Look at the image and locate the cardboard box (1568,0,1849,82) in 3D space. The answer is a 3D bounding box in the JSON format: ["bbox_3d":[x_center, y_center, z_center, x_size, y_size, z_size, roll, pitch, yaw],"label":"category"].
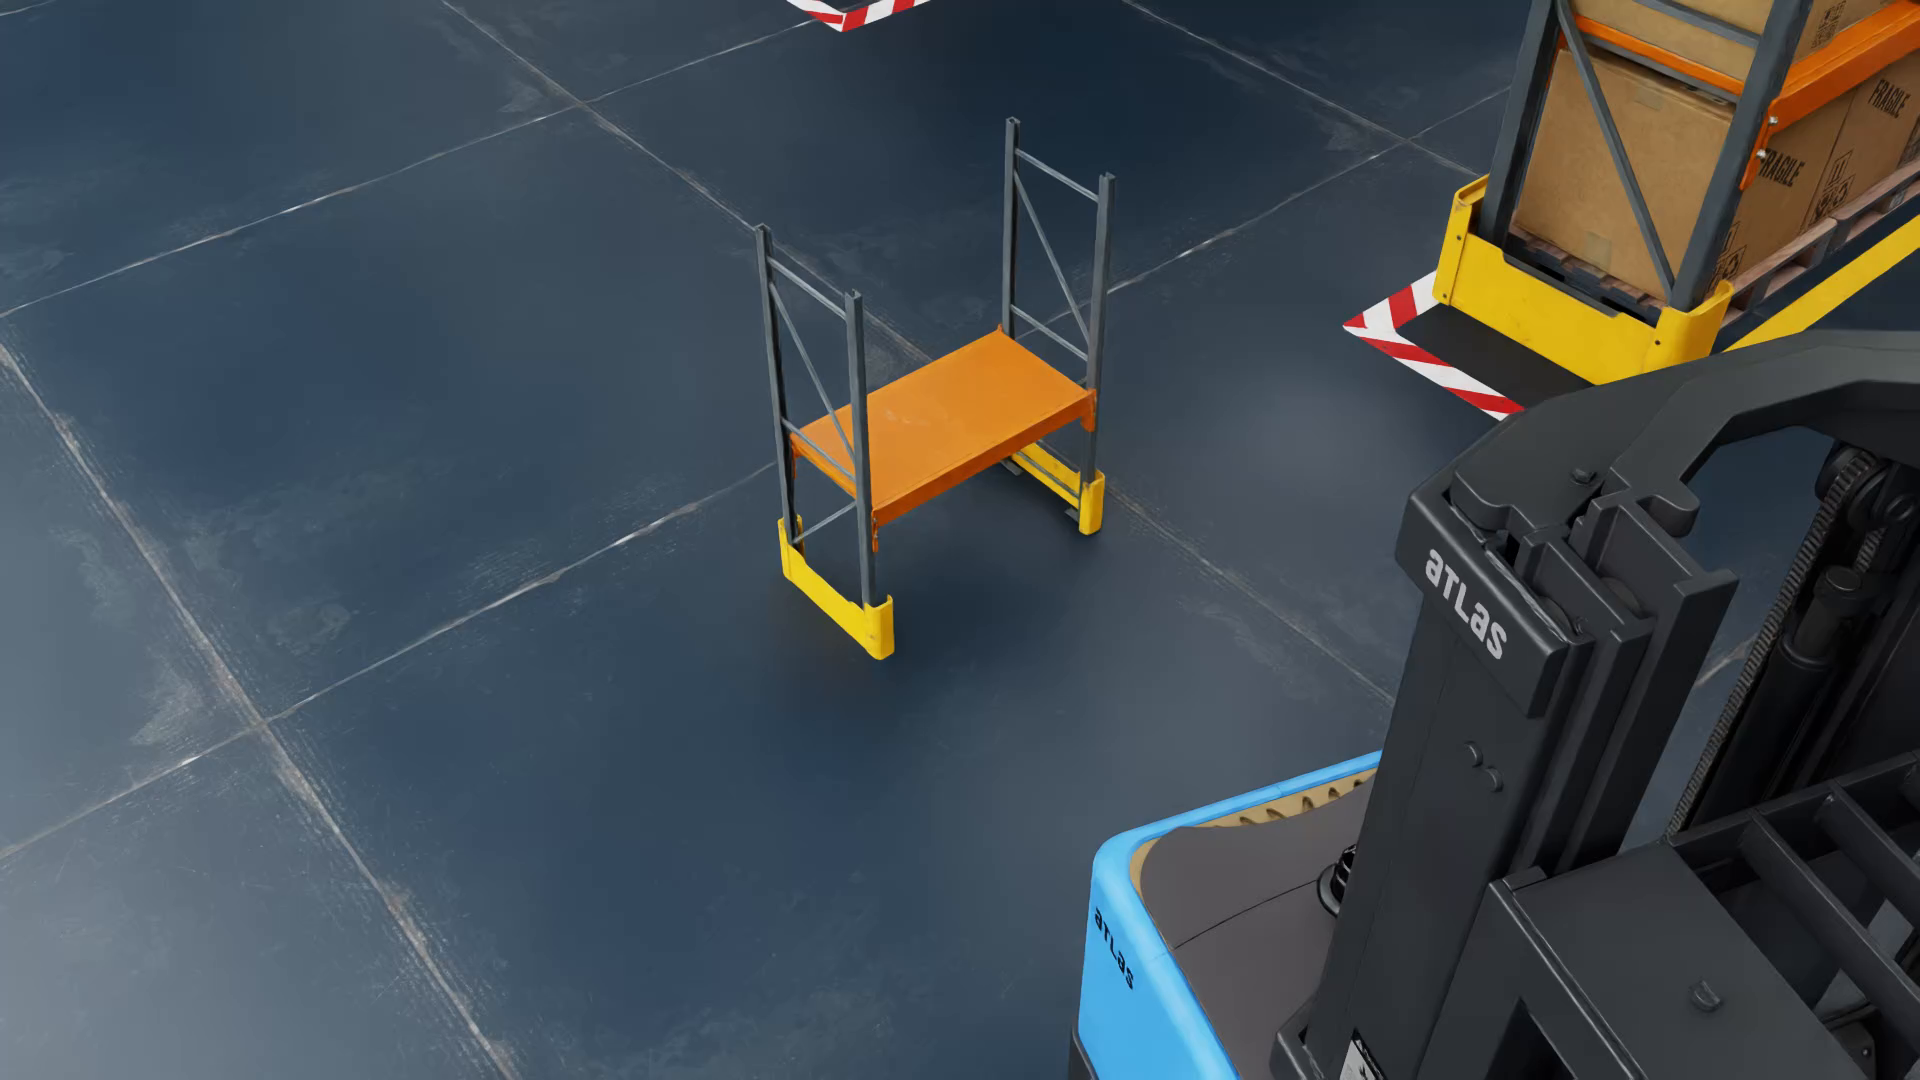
[{"bbox_3d":[2.860,-2.215,6.307,0.550,0.550,0.875,-30,51,-28],"label":"cardboard box"}]

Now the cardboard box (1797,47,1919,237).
[{"bbox_3d":[3.756,-2.072,7.510,0.875,0.875,0.875,-31,51,-28],"label":"cardboard box"}]

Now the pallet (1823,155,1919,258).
[{"bbox_3d":[4.103,-1.882,8.100,1.213,0.211,1.003,-30,51,-28],"label":"pallet"}]

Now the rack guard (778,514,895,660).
[{"bbox_3d":[-0.440,0.161,5.896,0.087,0.250,0.587,-30,51,-28],"label":"rack guard"}]

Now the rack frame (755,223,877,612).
[{"bbox_3d":[-0.455,-0.286,5.459,0.032,1.500,0.500,-30,51,-28],"label":"rack frame"}]

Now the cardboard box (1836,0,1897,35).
[{"bbox_3d":[3.268,-2.468,6.577,0.550,0.550,0.875,-30,51,-28],"label":"cardboard box"}]

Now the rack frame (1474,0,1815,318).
[{"bbox_3d":[2.604,-1.973,6.160,0.127,3.000,1.000,-30,51,-28],"label":"rack frame"}]

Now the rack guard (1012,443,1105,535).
[{"bbox_3d":[0.324,-0.276,6.362,0.087,0.250,0.587,-30,51,-28],"label":"rack guard"}]

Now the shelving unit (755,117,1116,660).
[{"bbox_3d":[-0.058,-0.513,5.701,1.083,1.500,0.587,-30,51,-28],"label":"shelving unit"}]

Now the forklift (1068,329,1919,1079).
[{"bbox_3d":[1.297,1.253,2.775,1.130,2.935,3.031,-15,45,-15],"label":"forklift"}]

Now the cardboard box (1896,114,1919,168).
[{"bbox_3d":[4.456,-2.471,7.935,0.875,0.875,0.875,-29,51,-28],"label":"cardboard box"}]

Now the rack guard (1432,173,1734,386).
[{"bbox_3d":[2.586,-1.051,7.004,0.348,0.500,1.175,-30,51,-28],"label":"rack guard"}]

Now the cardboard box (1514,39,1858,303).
[{"bbox_3d":[3.082,-1.684,7.098,0.875,0.875,0.875,-29,51,-28],"label":"cardboard box"}]

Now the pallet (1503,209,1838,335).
[{"bbox_3d":[3.168,-1.349,7.532,1.213,0.211,1.003,-30,51,-28],"label":"pallet"}]

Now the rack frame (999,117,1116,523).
[{"bbox_3d":[0.324,-0.733,5.934,0.032,1.500,0.500,-30,51,-28],"label":"rack frame"}]

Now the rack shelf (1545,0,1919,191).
[{"bbox_3d":[4.138,-2.589,7.341,4.000,0.370,1.077,-30,51,-28],"label":"rack shelf"}]

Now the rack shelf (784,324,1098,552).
[{"bbox_3d":[-0.065,-0.378,5.820,1.000,0.185,0.538,-30,51,-28],"label":"rack shelf"}]
